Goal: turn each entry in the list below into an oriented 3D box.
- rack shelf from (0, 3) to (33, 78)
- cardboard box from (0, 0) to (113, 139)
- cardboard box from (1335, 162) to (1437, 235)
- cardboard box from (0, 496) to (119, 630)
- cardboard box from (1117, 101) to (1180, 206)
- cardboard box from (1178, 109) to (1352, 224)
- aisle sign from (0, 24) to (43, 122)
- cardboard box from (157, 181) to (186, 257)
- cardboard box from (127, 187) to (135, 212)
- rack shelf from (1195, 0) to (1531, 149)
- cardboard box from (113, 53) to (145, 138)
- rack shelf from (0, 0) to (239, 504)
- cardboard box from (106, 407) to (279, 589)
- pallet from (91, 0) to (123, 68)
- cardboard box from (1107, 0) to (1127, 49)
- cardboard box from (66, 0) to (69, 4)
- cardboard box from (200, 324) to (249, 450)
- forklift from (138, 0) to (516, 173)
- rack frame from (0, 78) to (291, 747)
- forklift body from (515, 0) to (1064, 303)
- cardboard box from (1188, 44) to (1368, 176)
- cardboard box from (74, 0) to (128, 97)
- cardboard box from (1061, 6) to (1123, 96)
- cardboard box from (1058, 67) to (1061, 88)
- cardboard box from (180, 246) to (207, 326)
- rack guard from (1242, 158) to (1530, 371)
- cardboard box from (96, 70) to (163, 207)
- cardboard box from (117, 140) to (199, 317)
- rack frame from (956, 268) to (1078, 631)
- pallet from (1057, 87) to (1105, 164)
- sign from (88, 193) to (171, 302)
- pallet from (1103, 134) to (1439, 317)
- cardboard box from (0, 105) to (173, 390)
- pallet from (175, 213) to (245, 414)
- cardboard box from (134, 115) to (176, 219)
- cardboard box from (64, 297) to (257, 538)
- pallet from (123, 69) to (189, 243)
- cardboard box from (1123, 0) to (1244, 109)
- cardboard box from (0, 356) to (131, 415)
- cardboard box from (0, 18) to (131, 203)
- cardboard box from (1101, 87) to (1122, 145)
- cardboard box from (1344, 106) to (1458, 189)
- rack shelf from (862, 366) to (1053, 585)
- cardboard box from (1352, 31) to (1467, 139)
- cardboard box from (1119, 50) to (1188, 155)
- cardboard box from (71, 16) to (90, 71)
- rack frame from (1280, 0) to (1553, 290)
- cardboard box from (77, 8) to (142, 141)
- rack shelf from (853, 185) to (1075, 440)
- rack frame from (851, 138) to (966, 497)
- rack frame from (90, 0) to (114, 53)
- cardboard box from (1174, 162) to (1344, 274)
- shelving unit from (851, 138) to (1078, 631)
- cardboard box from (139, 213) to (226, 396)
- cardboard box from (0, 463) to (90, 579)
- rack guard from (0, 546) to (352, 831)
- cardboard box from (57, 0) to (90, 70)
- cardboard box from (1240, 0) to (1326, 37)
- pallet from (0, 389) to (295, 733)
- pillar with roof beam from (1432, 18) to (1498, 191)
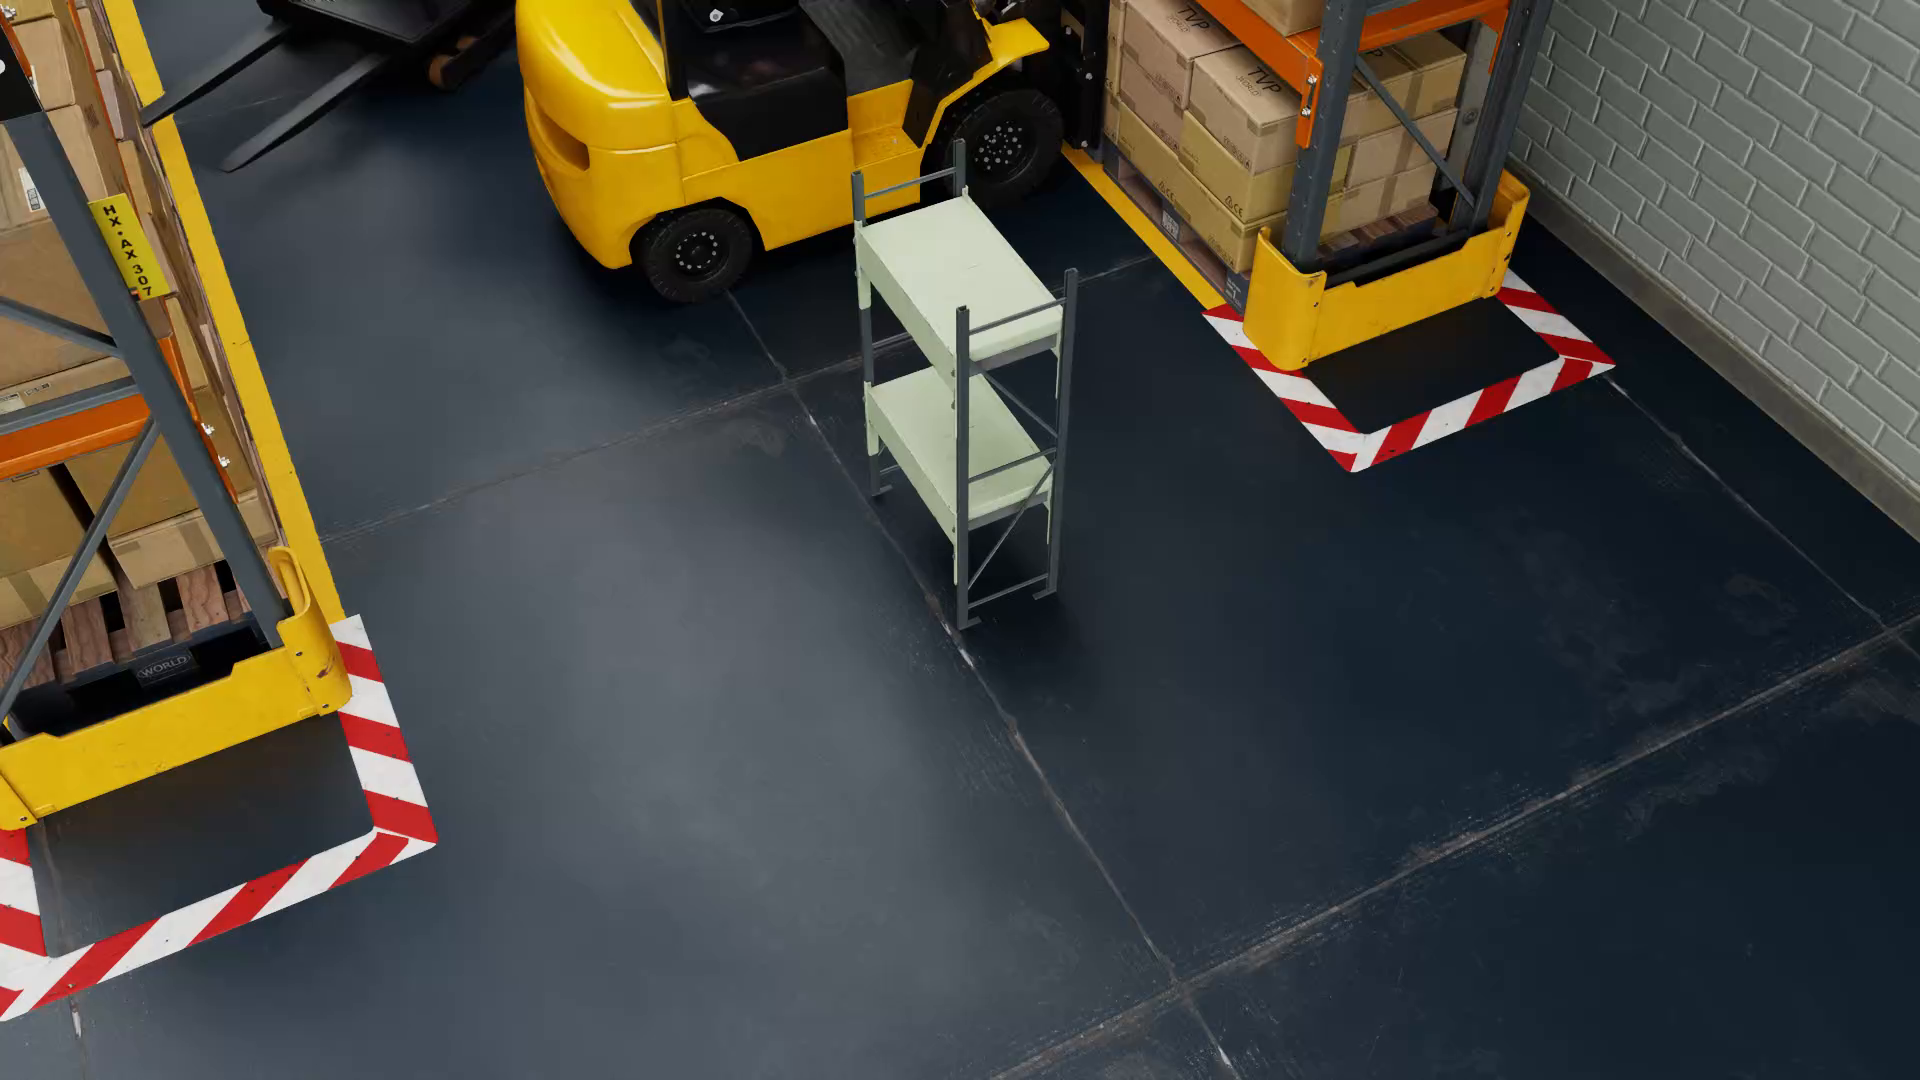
[{"bbox_3d":[-3.569,-2.377,4.821,1.077,0.370,4.000,-21,52,-18],"label":"rack shelf"},{"bbox_3d":[-3.098,-1.517,5.320,0.500,0.500,0.500,-22,52,-18],"label":"cardboard box"},{"bbox_3d":[1.707,-1.629,7.230,0.500,0.250,0.500,-21,52,-17],"label":"cardboard box"},{"bbox_3d":[-3.274,0.015,5.792,0.500,0.250,0.500,-21,52,-18],"label":"cardboard box"},{"bbox_3d":[1.043,-1.775,7.357,0.500,0.250,0.500,-21,52,-18],"label":"cardboard box"},{"bbox_3d":[1.257,-1.616,6.886,0.500,0.250,0.500,-22,52,-18],"label":"cardboard box"},{"bbox_3d":[-2.350,-1.209,3.588,0.394,0.787,0.004,-21,52,-18],"label":"aisle sign"},{"bbox_3d":[-3.494,-1.200,6.855,0.500,0.250,0.500,-20,52,-17],"label":"cardboard box"},{"bbox_3d":[-2.878,-1.059,5.350,0.380,0.149,0.250,-20,52,-17],"label":"cardboard box"},{"bbox_3d":[0.843,-3.102,7.448,1.077,0.370,4.000,-21,52,-18],"label":"rack shelf"},{"bbox_3d":[-3.975,-1.895,7.462,0.500,0.250,0.500,-19,52,-16],"label":"cardboard box"},{"bbox_3d":[-3.569,-1.390,5.951,1.077,0.370,4.000,-21,52,-18],"label":"rack shelf"},{"bbox_3d":[-2.777,-0.156,5.941,0.500,0.250,0.500,-22,52,-18],"label":"cardboard box"},{"bbox_3d":[-4.842,-2.568,8.355,1.003,0.211,1.213,-21,52,-18],"label":"pallet"},{"bbox_3d":[0.791,-2.437,7.272,0.500,0.250,0.500,-21,52,-17],"label":"cardboard box"},{"bbox_3d":[-3.598,-2.093,6.255,0.380,0.149,0.250,-22,52,-18],"label":"cardboard box"},{"bbox_3d":[-3.004,-0.500,6.242,0.500,0.250,0.500,-19,52,-16],"label":"cardboard box"},{"bbox_3d":[-2.824,-3.572,7.427,1.130,2.935,3.031,22,52,18],"label":"forklift"},{"bbox_3d":[-2.654,-0.288,4.509,1.000,3.000,0.127,-21,52,-18],"label":"rack frame"},{"bbox_3d":[-0.732,-2.361,6.886,2.313,2.155,1.214,-21,52,-18],"label":"forklift body"},{"bbox_3d":[1.270,-1.763,6.683,0.500,0.250,0.500,-20,52,-16],"label":"cardboard box"},{"bbox_3d":[-3.975,-2.141,7.180,0.500,0.500,0.500,-22,52,-18],"label":"cardboard box"},{"bbox_3d":[0.782,-2.293,7.479,0.500,0.250,0.500,-22,52,-18],"label":"cardboard box"},{"bbox_3d":[0.564,-2.453,7.950,0.500,0.250,0.500,-20,52,-16],"label":"cardboard box"},{"bbox_3d":[-3.265,-0.861,6.558,0.500,0.250,0.500,-18,51,-15],"label":"cardboard box"},{"bbox_3d":[1.769,-1.161,6.933,1.175,0.500,0.348,-21,52,-18],"label":"rack guard"},{"bbox_3d":[-3.506,-1.460,6.584,0.500,0.500,0.500,-19,51,-16],"label":"cardboard box"},{"bbox_3d":[-3.254,-1.106,6.274,0.500,0.500,0.500,-20,52,-17],"label":"cardboard box"},{"bbox_3d":[0.171,-0.244,5.467,0.400,1.500,0.023,-21,52,-18],"label":"rack frame"},{"bbox_3d":[0.816,-2.395,8.204,1.003,0.211,1.213,-21,52,-18],"label":"pallet"},{"bbox_3d":[-2.172,-0.760,4.347,0.100,0.325,0.005,-21,52,-18],"label":"sign"},{"bbox_3d":[1.371,-1.580,7.491,1.003,0.211,1.213,-21,52,-18],"label":"pallet"},{"bbox_3d":[-2.624,-0.831,4.720,0.500,0.500,0.500,-22,52,-18],"label":"cardboard box"},{"bbox_3d":[-3.583,-0.792,6.803,1.003,0.211,1.213,-21,52,-18],"label":"pallet"},{"bbox_3d":[-3.722,-1.542,7.154,0.500,0.250,0.500,-22,53,-18],"label":"cardboard box"},{"bbox_3d":[-2.789,-0.419,5.673,0.500,0.500,0.500,-23,53,-19],"label":"cardboard box"},{"bbox_3d":[-4.146,-1.610,7.518,1.003,0.211,1.213,-21,52,-18],"label":"pallet"},{"bbox_3d":[1.031,-2.103,6.980,0.500,0.250,0.500,-20,52,-17],"label":"cardboard box"},{"bbox_3d":[-2.625,-0.504,4.865,0.380,0.149,0.250,-21,52,-17],"label":"cardboard box"},{"bbox_3d":[-2.864,-1.177,5.022,0.500,0.500,0.500,-20,52,-16],"label":"cardboard box"},{"bbox_3d":[0.822,-2.113,7.653,0.500,0.250,0.500,-21,52,-17],"label":"cardboard box"},{"bbox_3d":[1.727,-1.784,7.033,0.500,0.250,0.500,-20,52,-17],"label":"cardboard box"},{"bbox_3d":[0.003,-0.275,5.927,0.431,0.370,0.720,-21,52,-18],"label":"rack shelf"},{"bbox_3d":[1.706,-1.949,6.845,0.500,0.250,0.500,-22,52,-18],"label":"cardboard box"},{"bbox_3d":[1.037,-1.955,7.183,0.500,0.250,0.500,-22,52,-18],"label":"cardboard box"},{"bbox_3d":[-3.358,-1.752,5.957,0.380,0.149,0.250,-21,52,-17],"label":"cardboard box"},{"bbox_3d":[1.758,-2.000,6.007,1.000,3.000,0.127,-21,52,-18],"label":"rack frame"},{"bbox_3d":[-3.741,-1.802,6.882,0.500,0.500,0.500,-20,52,-17],"label":"cardboard box"},{"bbox_3d":[0.003,-0.746,5.388,0.431,0.370,0.720,-21,52,-18],"label":"rack shelf"},{"bbox_3d":[-0.164,-0.734,5.896,0.400,1.500,0.023,-21,52,-18],"label":"rack frame"},{"bbox_3d":[-4.484,-2.965,6.851,1.000,3.000,0.127,-21,52,-18],"label":"rack frame"},{"bbox_3d":[1.262,-1.439,7.063,0.500,0.250,0.500,-21,52,-17],"label":"cardboard box"},{"bbox_3d":[0.003,-0.489,5.682,0.431,1.500,0.755,-21,52,-18],"label":"shelving unit"},{"bbox_3d":[-3.032,-0.767,5.978,0.500,0.500,0.500,-23,53,-19],"label":"cardboard box"},{"bbox_3d":[-3.252,-0.214,5.494,0.500,0.500,0.500,-21,52,-17],"label":"cardboard box"},{"bbox_3d":[-2.689,0.484,5.494,1.175,0.500,0.348,-21,52,-18],"label":"rack guard"},{"bbox_3d":[-3.338,-1.855,5.616,0.500,0.500,0.500,-22,52,-18],"label":"cardboard box"},{"bbox_3d":[1.299,-2.272,6.178,0.500,0.500,0.500,-22,52,-18],"label":"cardboard box"},{"bbox_3d":[-3.029,0.023,6.089,1.003,0.211,1.213,-21,52,-18],"label":"pallet"},{"bbox_3d":[-1.587,-3.269,3.131,9.100,9.000,0.400,-21,52,-18],"label":"pillar with roof beam"}]
